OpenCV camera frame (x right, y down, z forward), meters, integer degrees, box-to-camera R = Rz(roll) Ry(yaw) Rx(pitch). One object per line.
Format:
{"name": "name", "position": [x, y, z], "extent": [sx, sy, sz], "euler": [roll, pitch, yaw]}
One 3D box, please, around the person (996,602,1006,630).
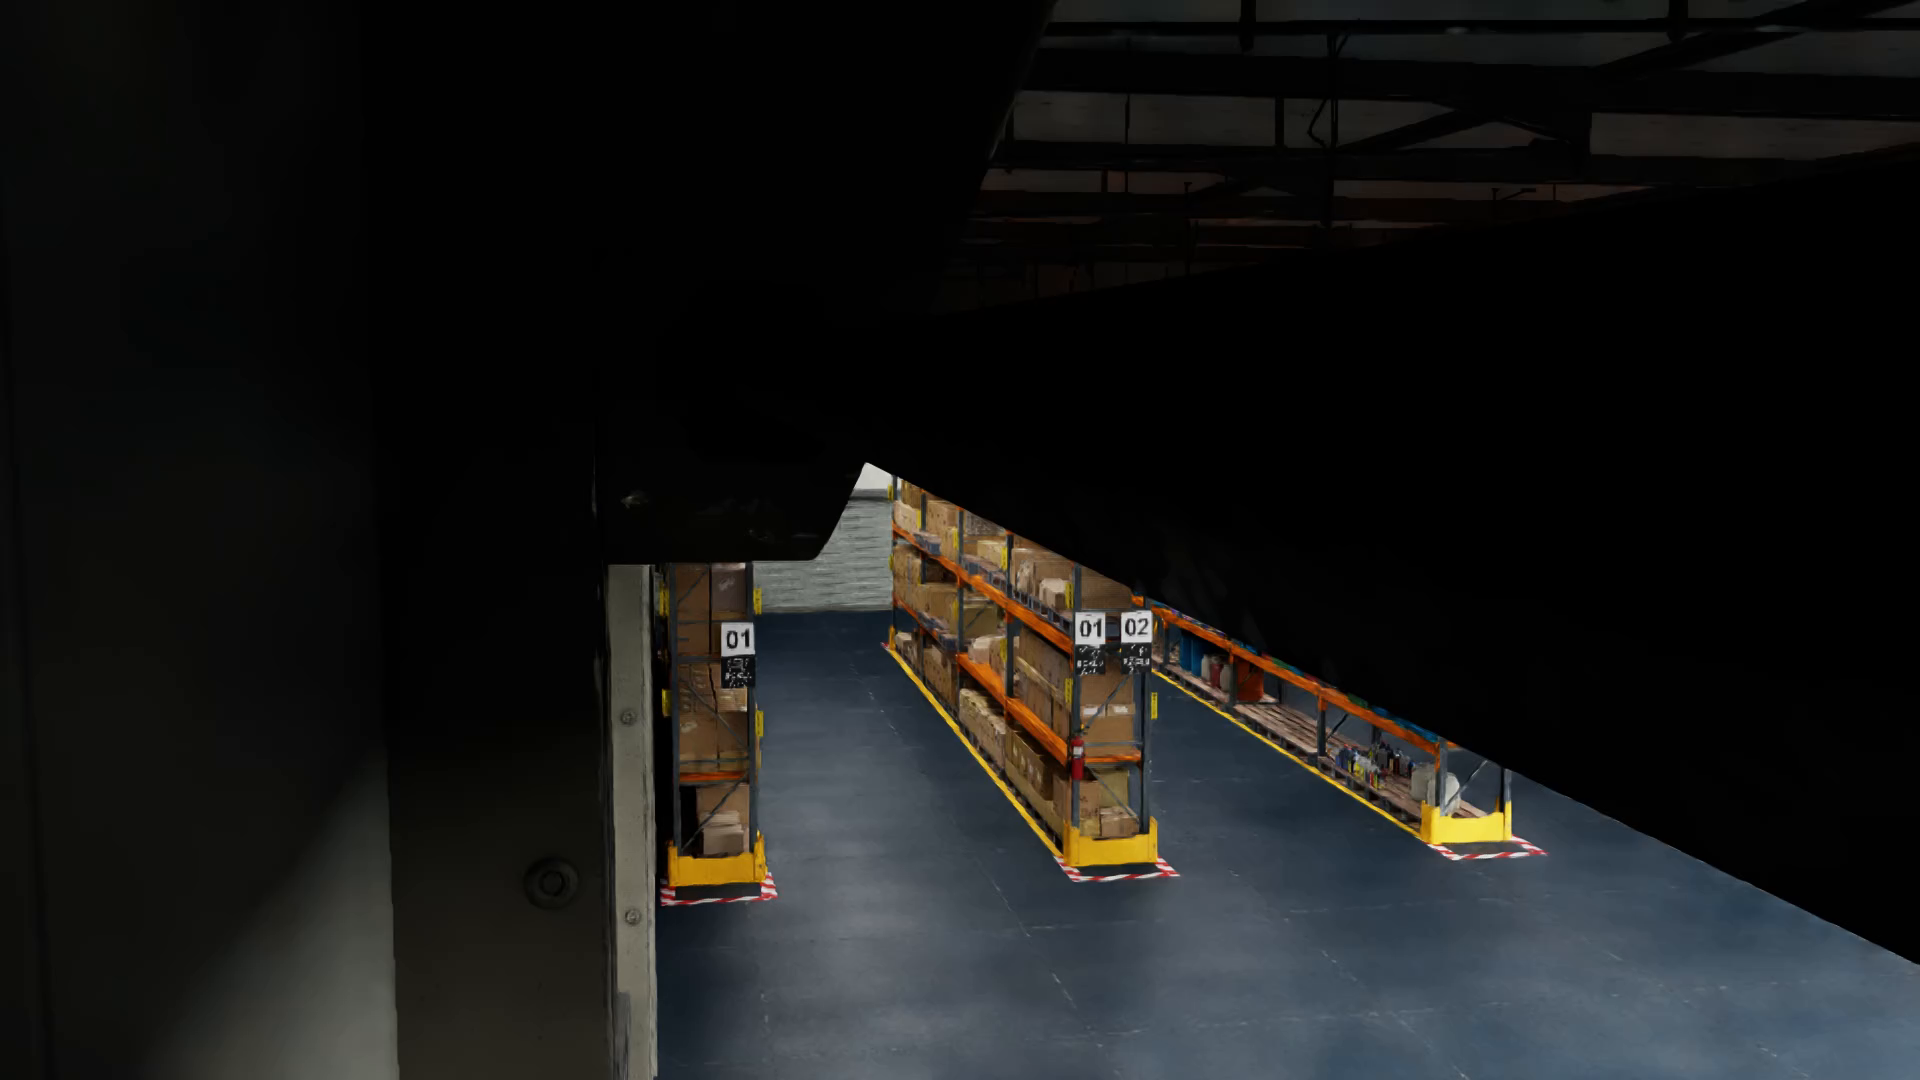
{"name": "person", "position": [0.892, 1.784, 34.187], "extent": [0.384, 1.678, 0.590], "euler": [-2, 7, -19]}
